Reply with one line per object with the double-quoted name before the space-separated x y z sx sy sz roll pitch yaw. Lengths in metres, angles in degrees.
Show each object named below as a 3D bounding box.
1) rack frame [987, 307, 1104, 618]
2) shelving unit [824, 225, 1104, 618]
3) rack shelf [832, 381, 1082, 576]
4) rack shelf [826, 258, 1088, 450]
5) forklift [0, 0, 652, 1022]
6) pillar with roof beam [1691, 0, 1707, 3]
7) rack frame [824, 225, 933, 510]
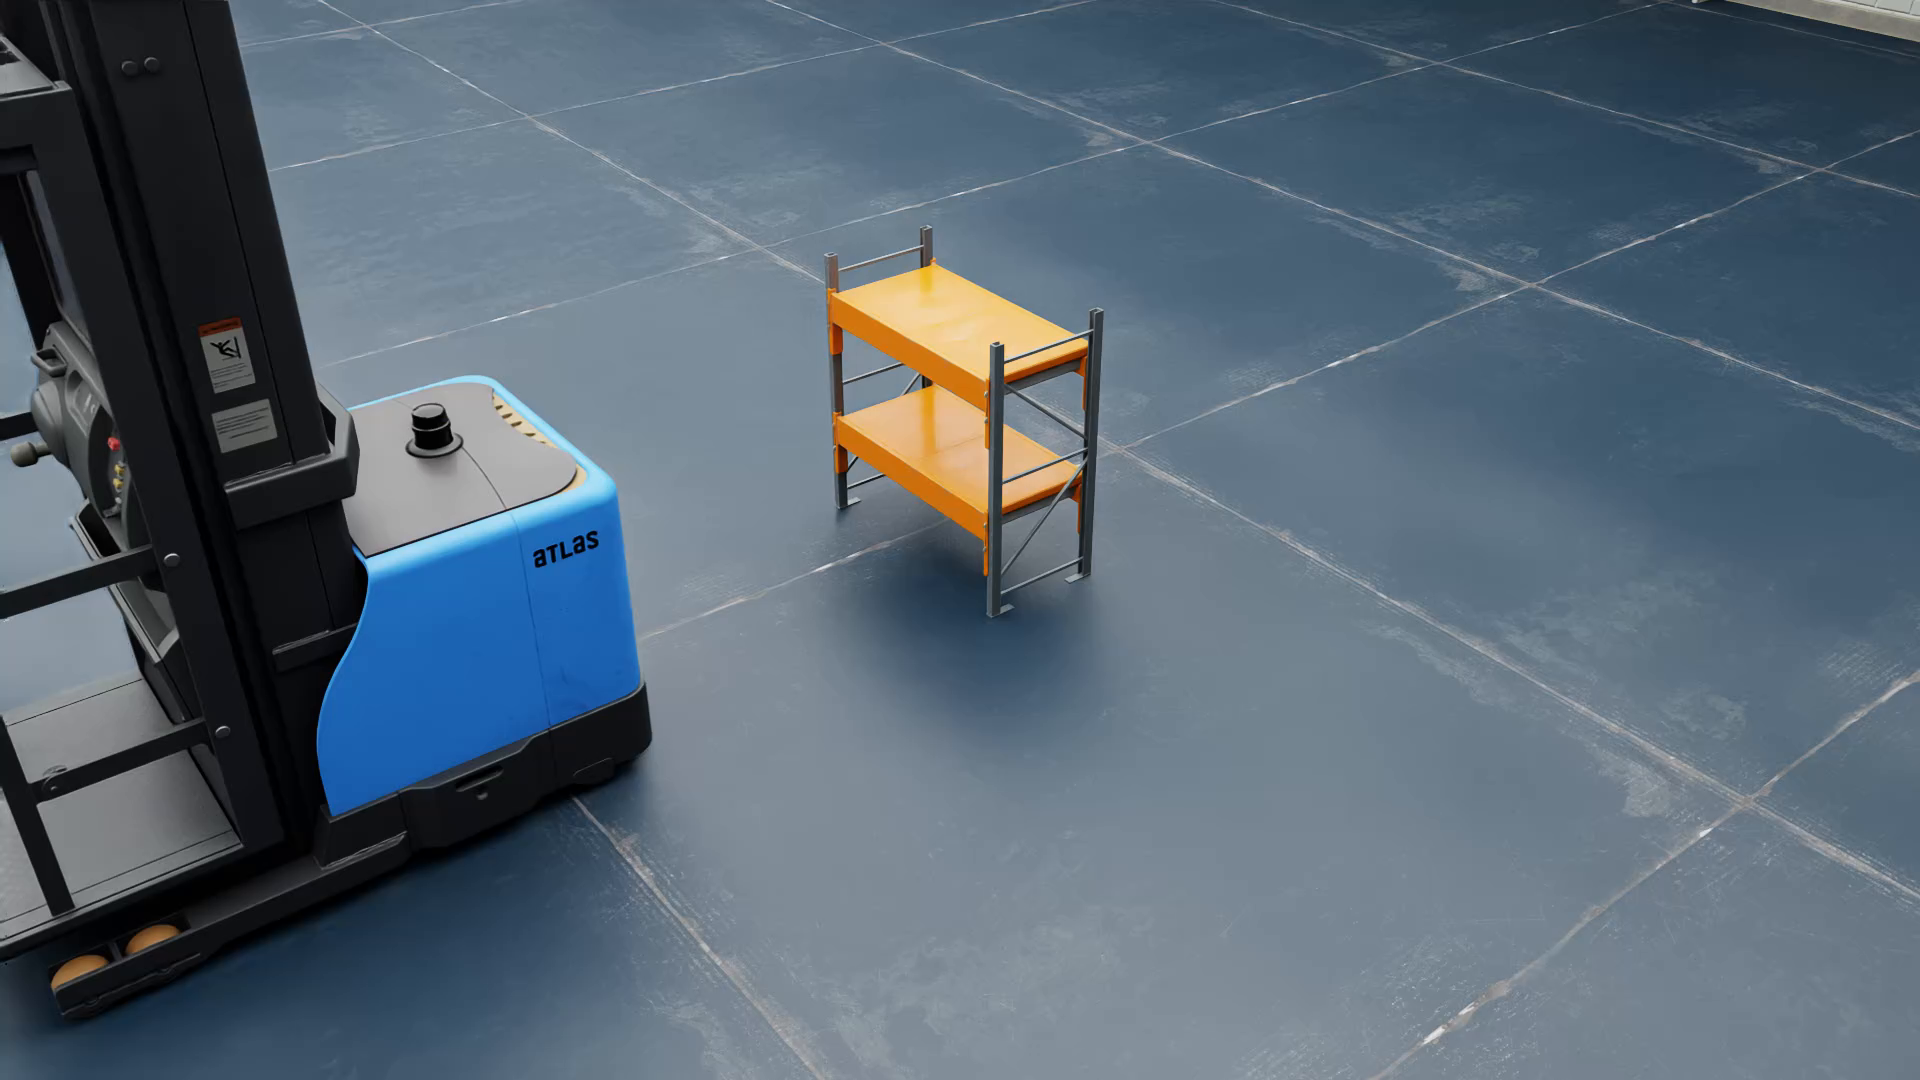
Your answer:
"rack frame" 0.308 -0.269 6.117 0.500 1.125 0.032 -22 38 -31
"shelving unit" -0.004 -0.481 6.458 0.538 1.125 1.048 -22 38 -31
"rack shelf" -0.004 -0.273 6.587 0.538 0.278 1.000 -22 38 -31
"rack shelf" -0.004 -0.729 6.303 0.538 0.278 1.000 -22 38 -31
"forklift" -2.504 -0.239 4.357 3.031 2.935 1.130 -22 38 -31
"pillar with roof beam" 2.832 -7.100 9.653 9.100 9.000 0.400 -22 38 -31
"rack frame" -0.316 -0.693 6.799 0.500 1.125 0.032 -22 38 -31
